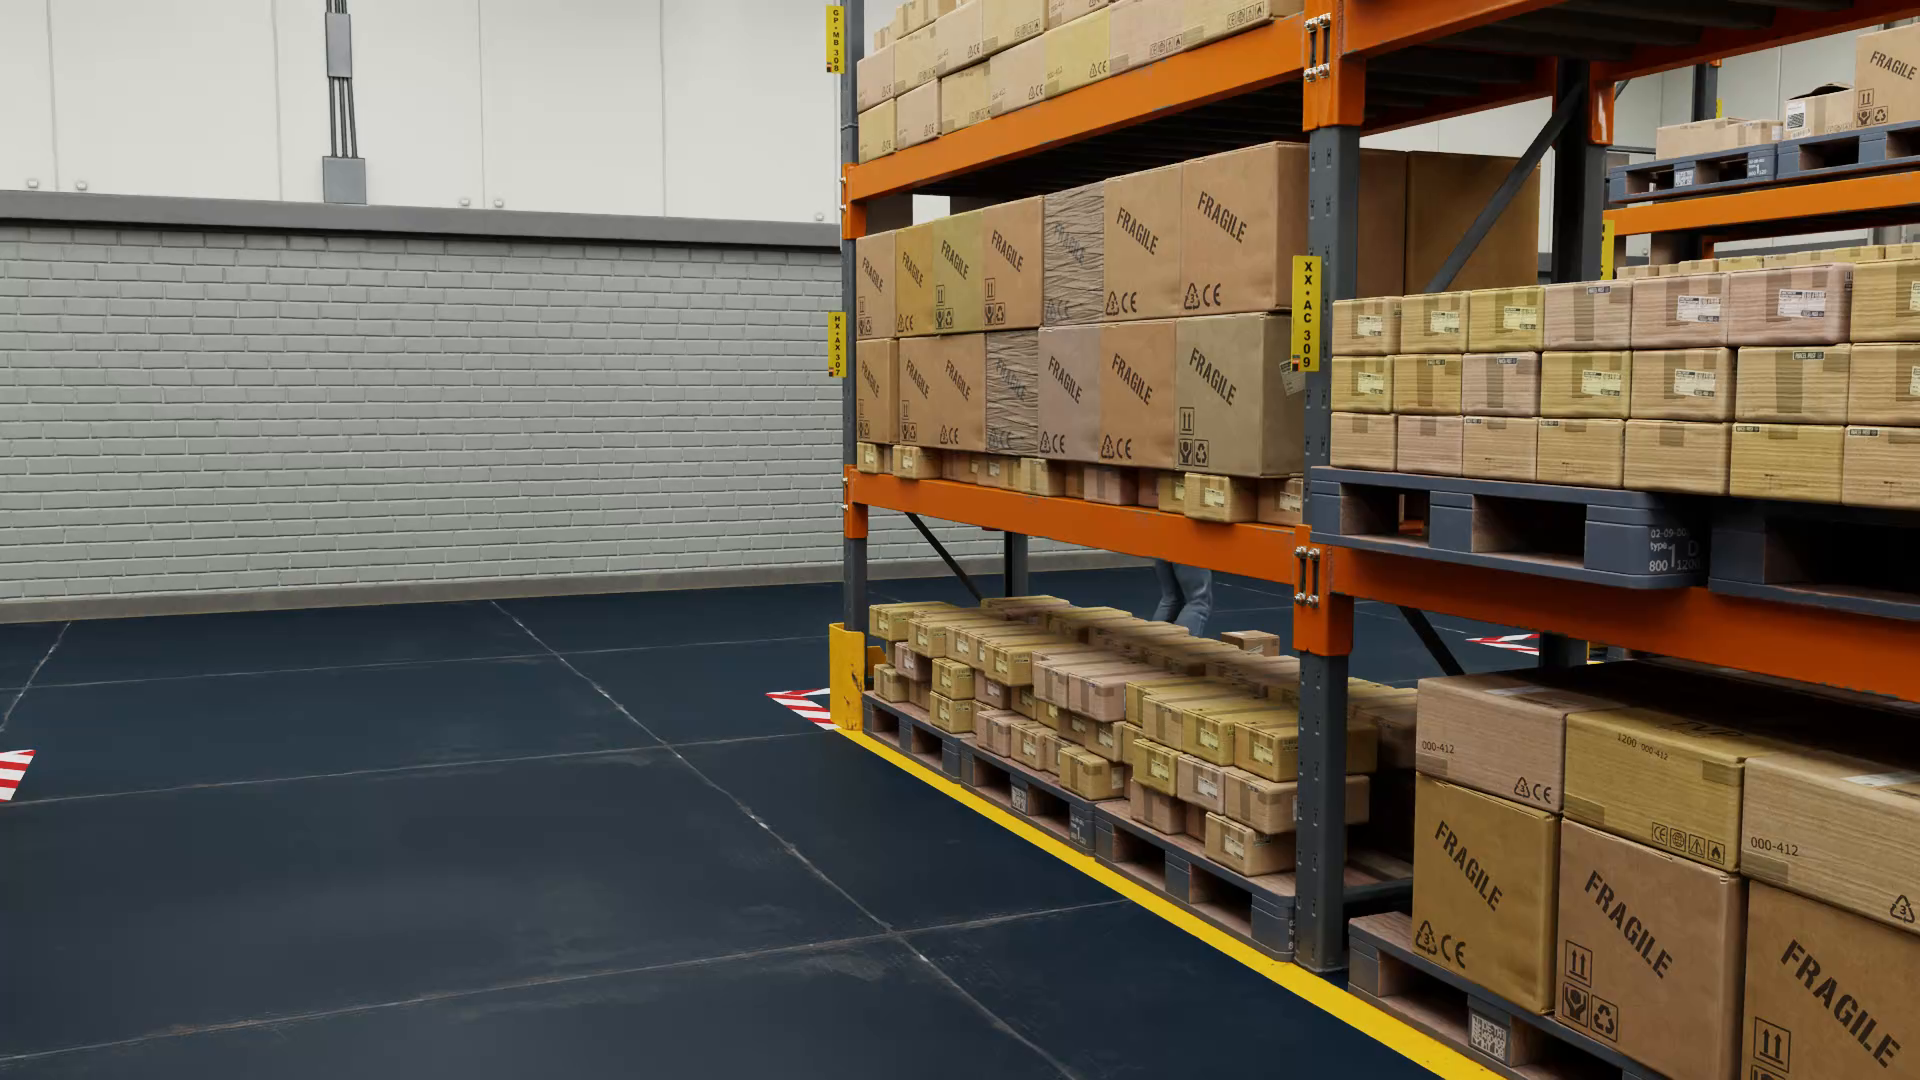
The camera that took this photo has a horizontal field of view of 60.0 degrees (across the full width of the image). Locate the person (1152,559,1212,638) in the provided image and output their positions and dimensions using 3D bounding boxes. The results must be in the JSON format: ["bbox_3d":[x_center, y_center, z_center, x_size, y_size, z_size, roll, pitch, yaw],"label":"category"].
[{"bbox_3d":[1.279,-0.030,9.683,0.437,1.725,0.588,-2,6,-22],"label":"person"}]
